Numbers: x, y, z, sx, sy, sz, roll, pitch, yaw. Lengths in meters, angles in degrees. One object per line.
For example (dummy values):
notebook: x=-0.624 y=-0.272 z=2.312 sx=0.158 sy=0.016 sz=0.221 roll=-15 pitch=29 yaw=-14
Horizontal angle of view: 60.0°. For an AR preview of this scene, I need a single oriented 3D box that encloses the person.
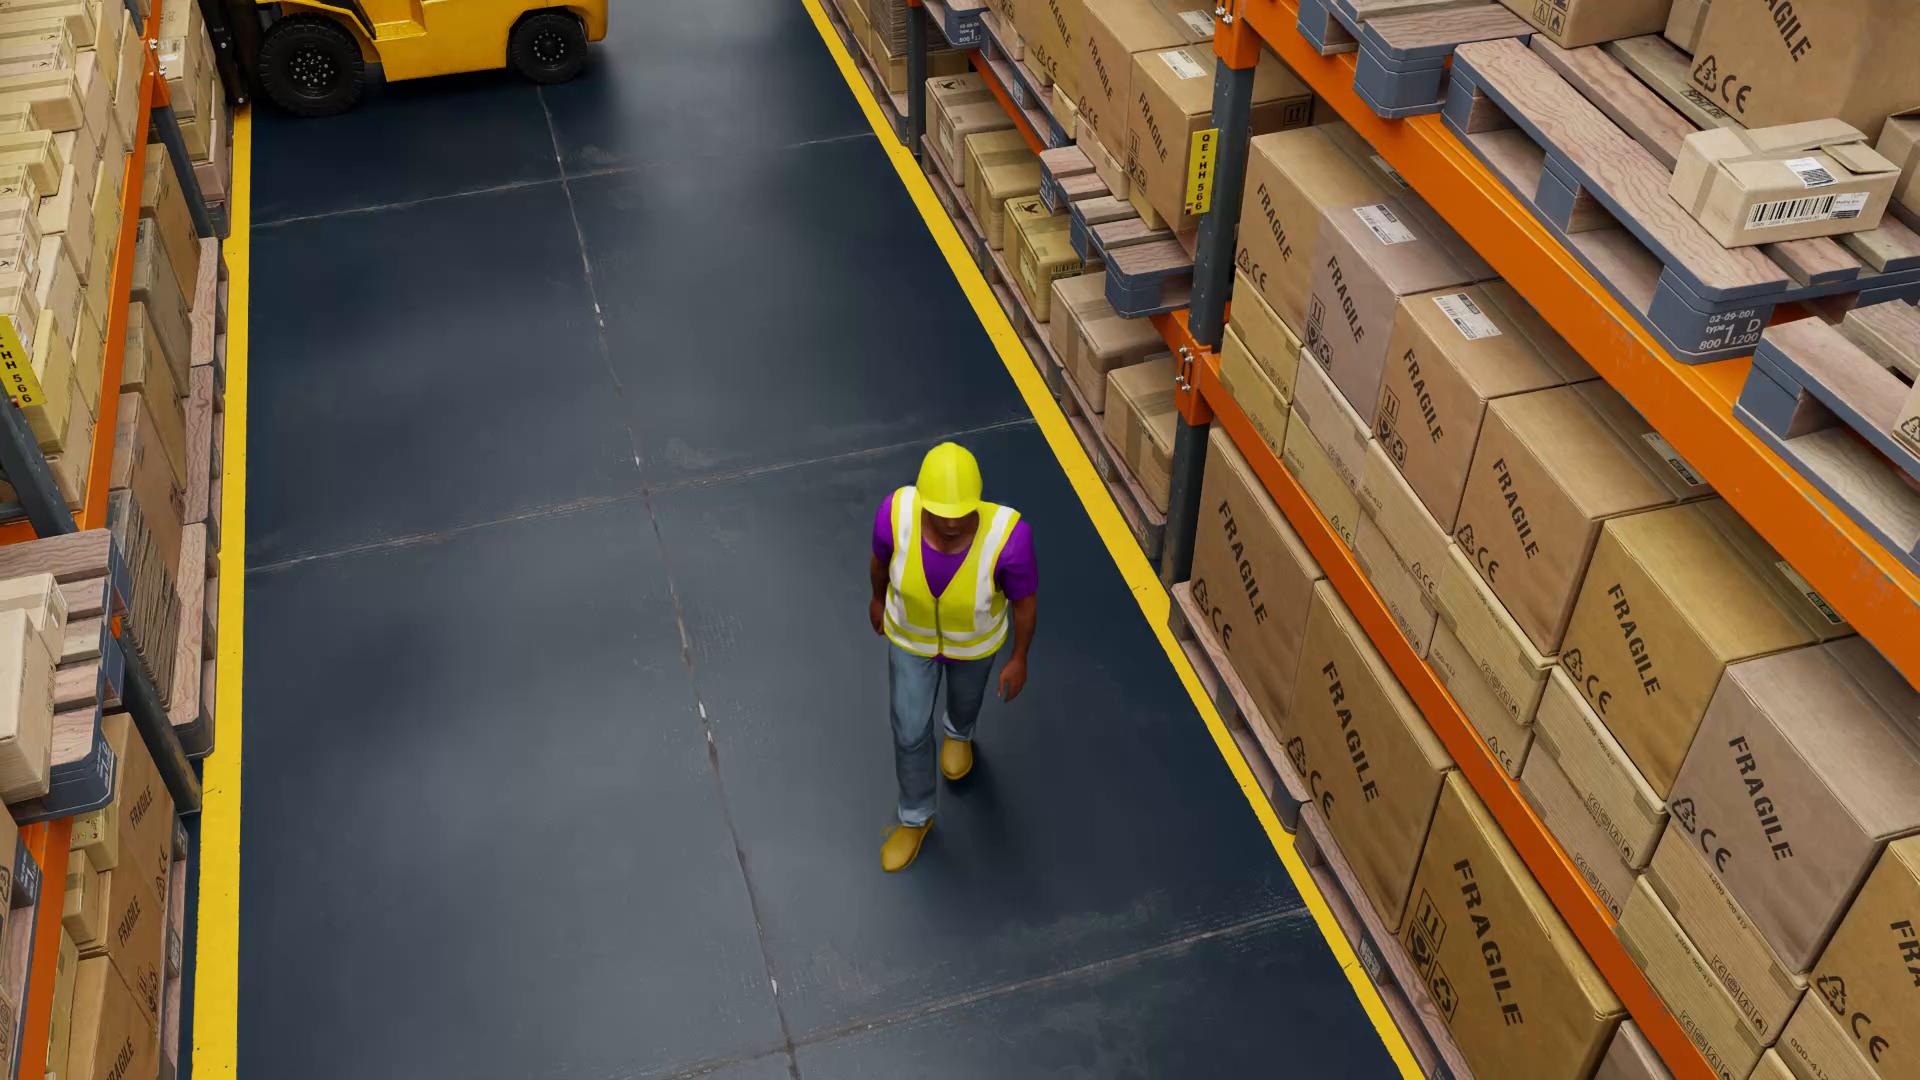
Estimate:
person: x=-0.037 y=0.343 z=5.774 sx=0.605 sy=1.776 sz=0.737 roll=3 pitch=42 yaw=4
